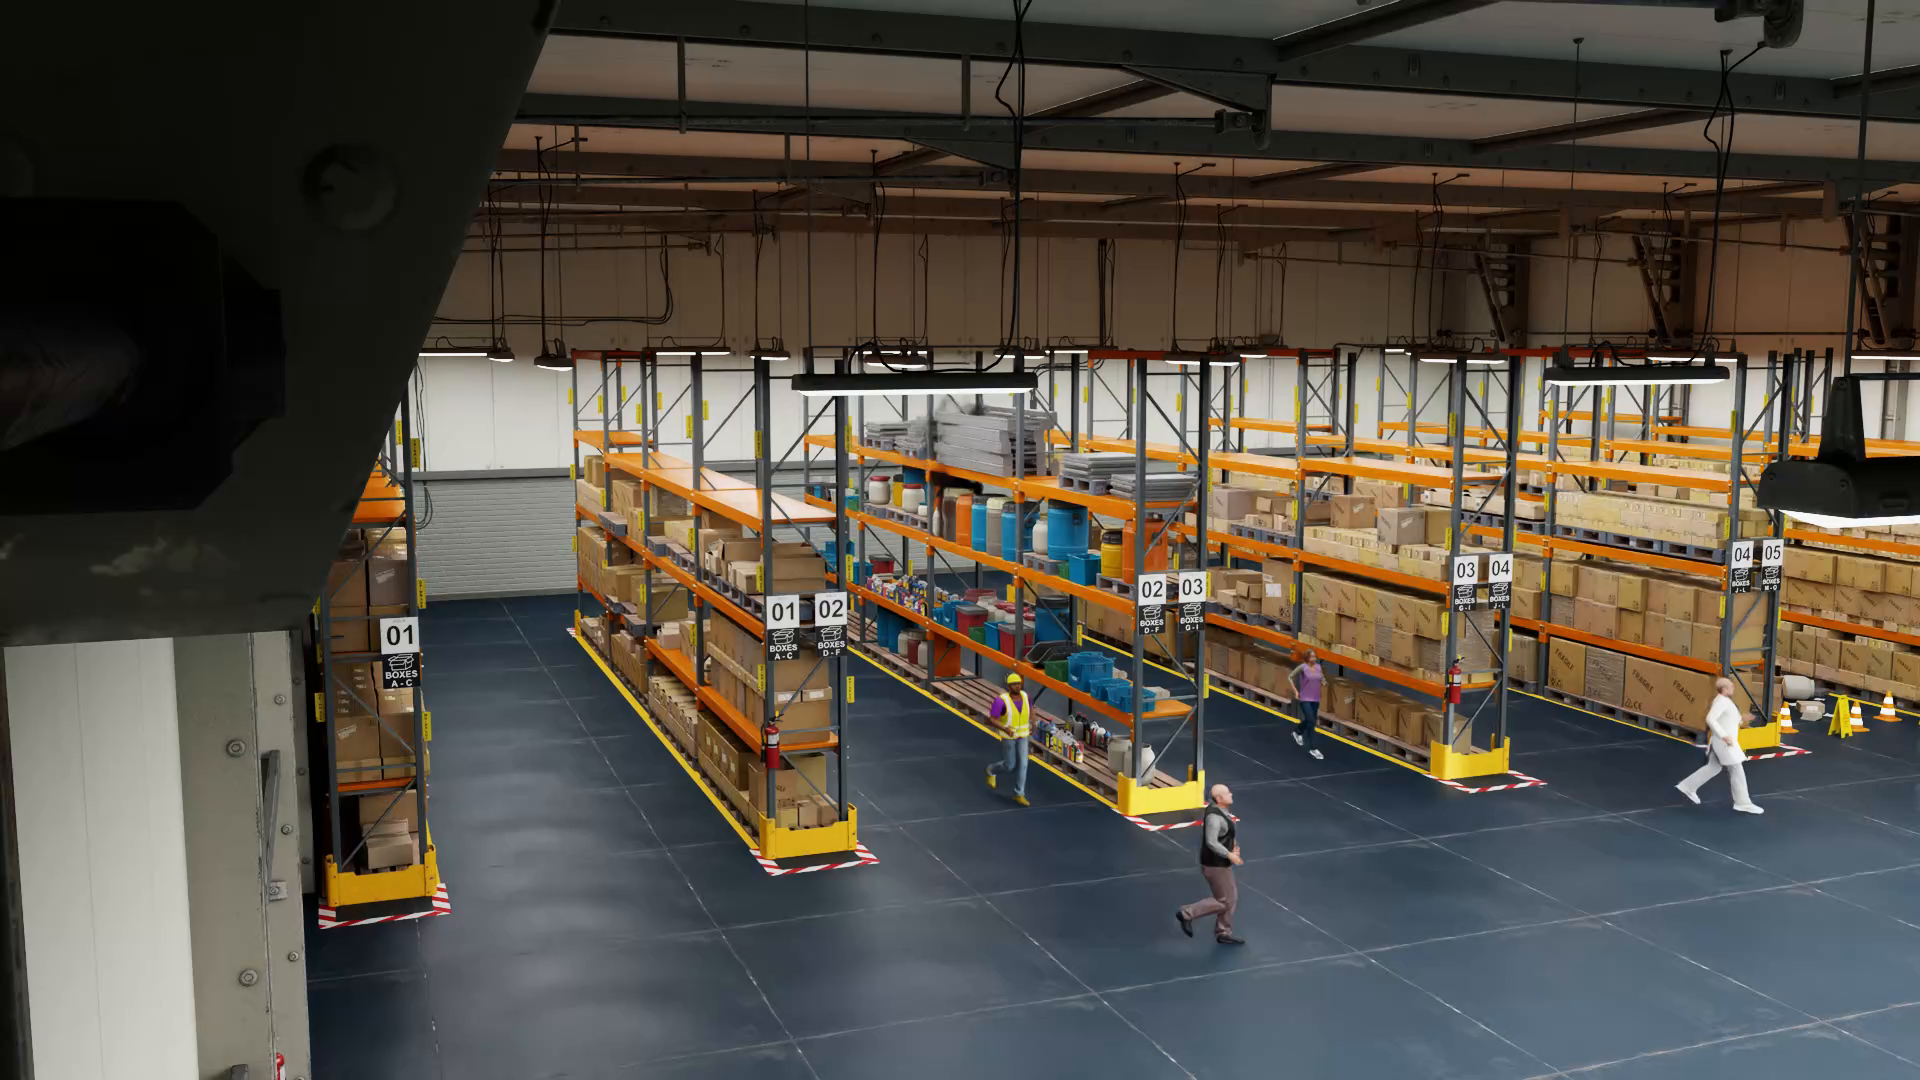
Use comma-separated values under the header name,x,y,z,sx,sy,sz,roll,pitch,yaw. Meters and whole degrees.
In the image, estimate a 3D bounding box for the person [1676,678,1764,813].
name,x,y,z,sx,sy,sz,roll,pitch,yaw
person,10.084,2.717,21.983,1.063,1.719,0.703,2,7,13

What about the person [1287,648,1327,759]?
name,x,y,z,sx,sy,sz,roll,pitch,yaw
person,5.242,2.416,24.993,0.531,1.594,0.883,-3,8,-24

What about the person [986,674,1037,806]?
name,x,y,z,sx,sy,sz,roll,pitch,yaw
person,0.715,2.671,22.615,0.708,1.760,0.854,-4,8,-27

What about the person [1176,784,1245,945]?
name,x,y,z,sx,sy,sz,roll,pitch,yaw
person,2.615,3.364,17.280,0.723,1.710,0.667,1,7,7
